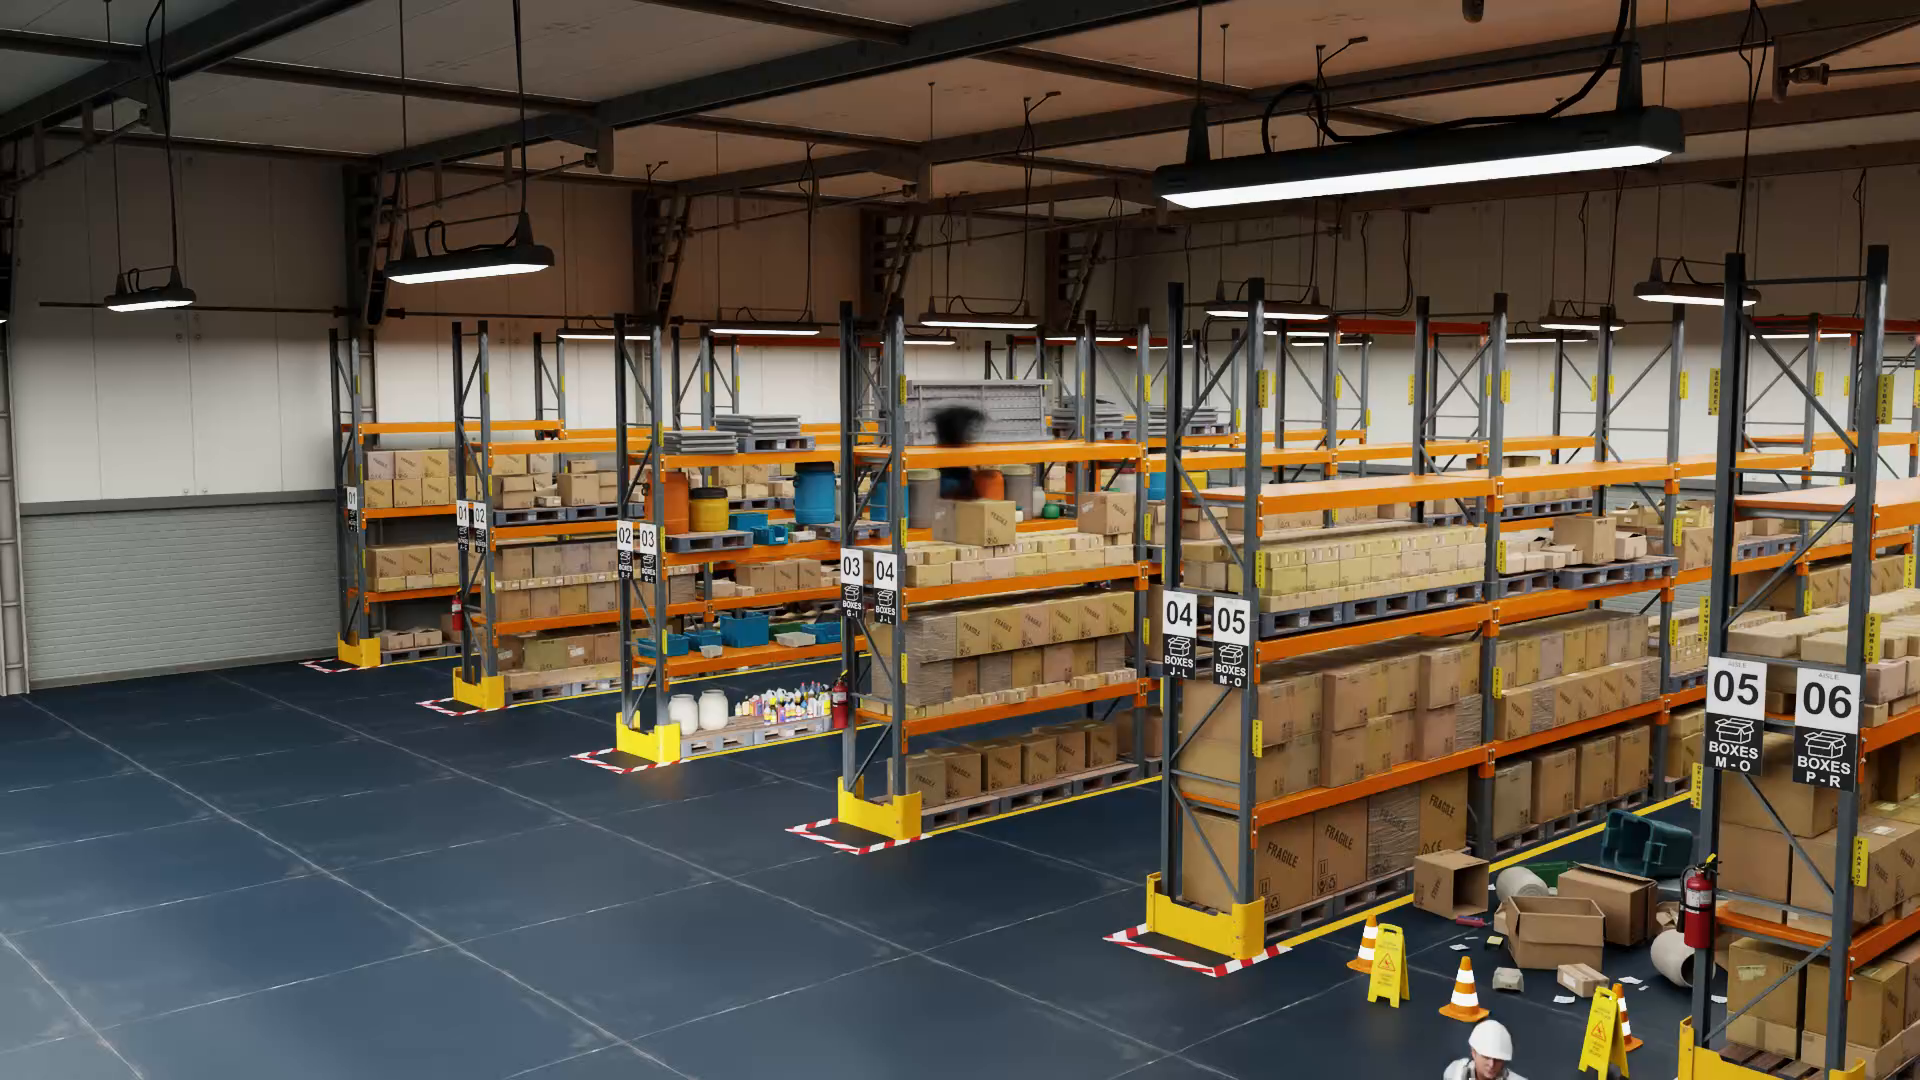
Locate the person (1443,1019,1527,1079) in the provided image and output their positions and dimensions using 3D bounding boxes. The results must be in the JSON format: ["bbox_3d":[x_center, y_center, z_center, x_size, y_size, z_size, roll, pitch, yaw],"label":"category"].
[{"bbox_3d":[2.842,3.409,8.964,0.617,1.720,0.827,3,6,27],"label":"person"}]

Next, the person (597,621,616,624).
[{"bbox_3d":[-6.452,1.458,29.697,0.586,1.547,0.825,3,6,29],"label":"person"}]

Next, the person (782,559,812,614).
[{"bbox_3d":[-3.137,1.234,32.442,0.718,1.454,0.907,3,6,29],"label":"person"}]
